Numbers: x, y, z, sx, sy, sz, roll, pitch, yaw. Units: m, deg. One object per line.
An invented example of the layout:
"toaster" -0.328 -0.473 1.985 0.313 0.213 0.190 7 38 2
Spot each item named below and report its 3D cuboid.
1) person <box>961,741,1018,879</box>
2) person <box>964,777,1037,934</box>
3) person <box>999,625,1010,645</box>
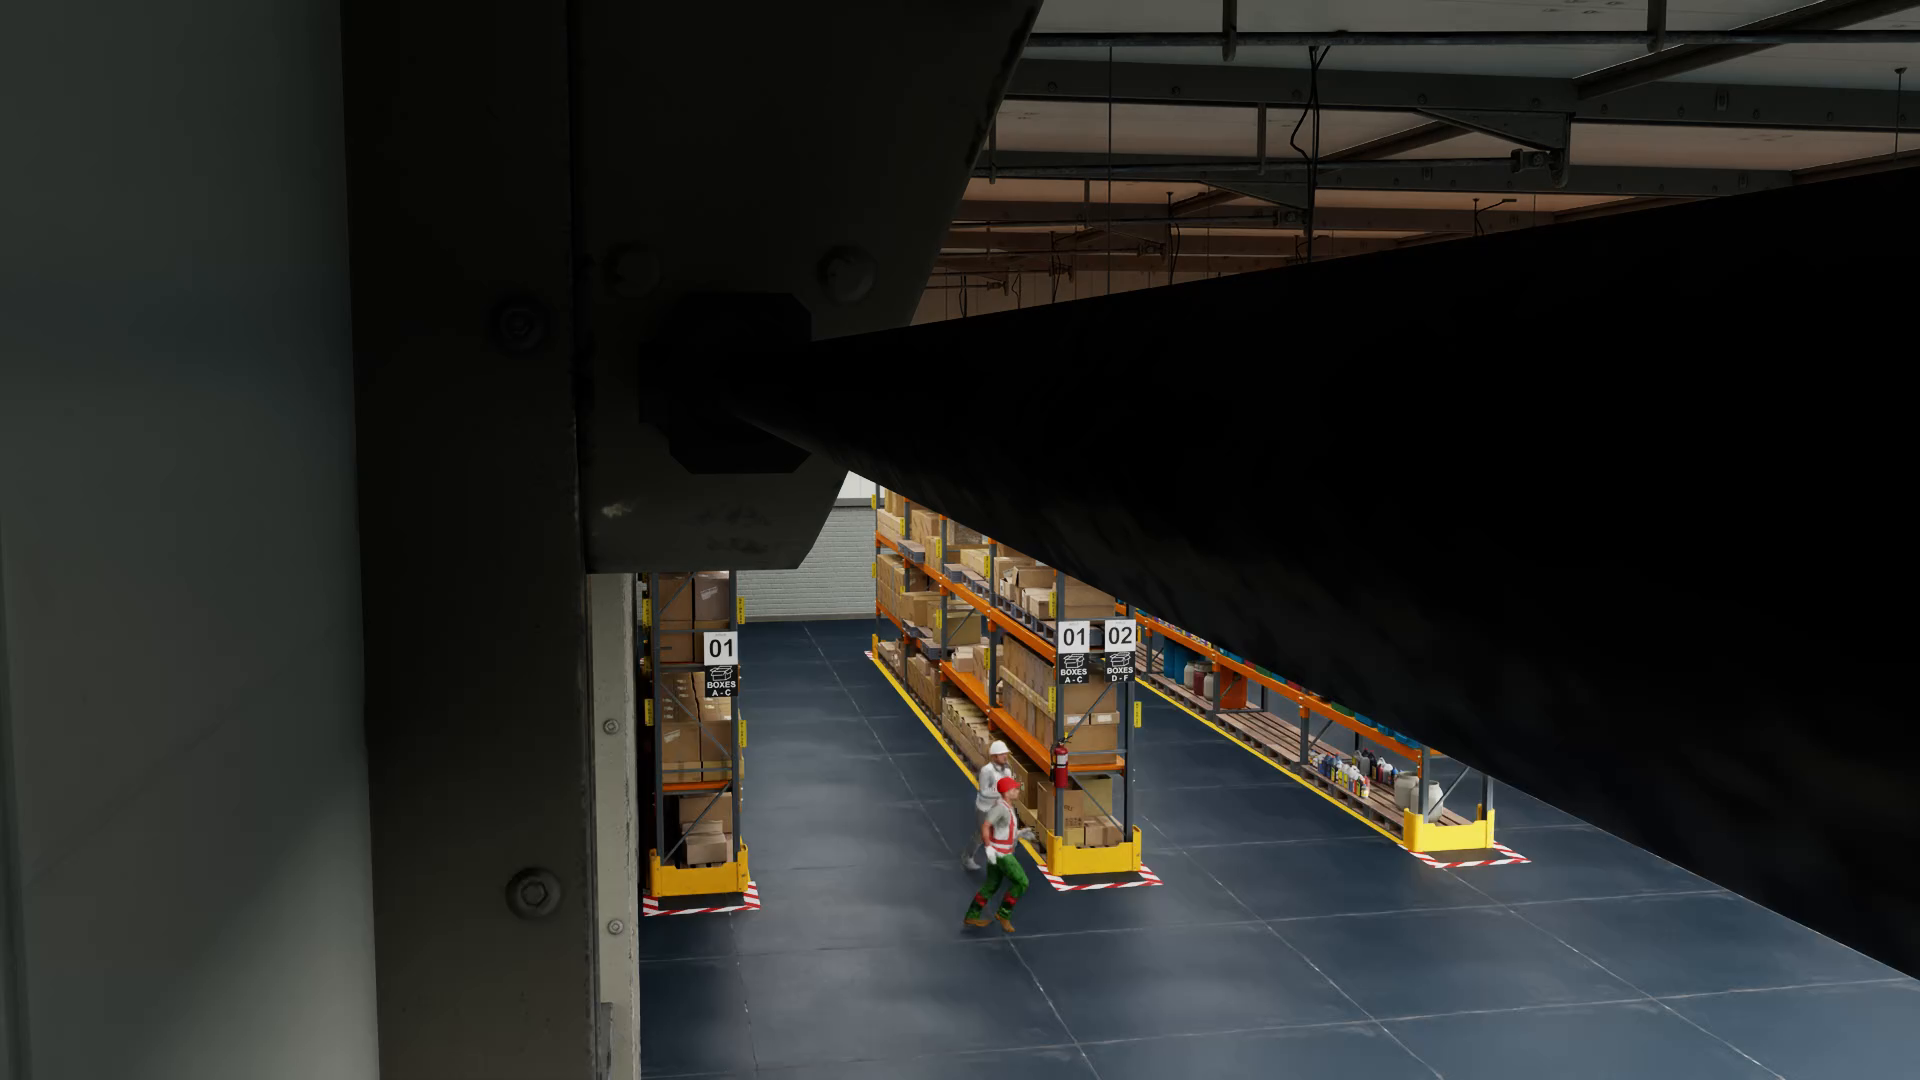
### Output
"person" 0.380 3.339 20.643 0.628 1.756 0.927 -5 8 -42
"person" 0.453 3.532 18.708 0.820 1.761 0.607 0 6 2
"person" 1.014 2.008 34.205 0.522 1.626 0.823 -1 6 -13
